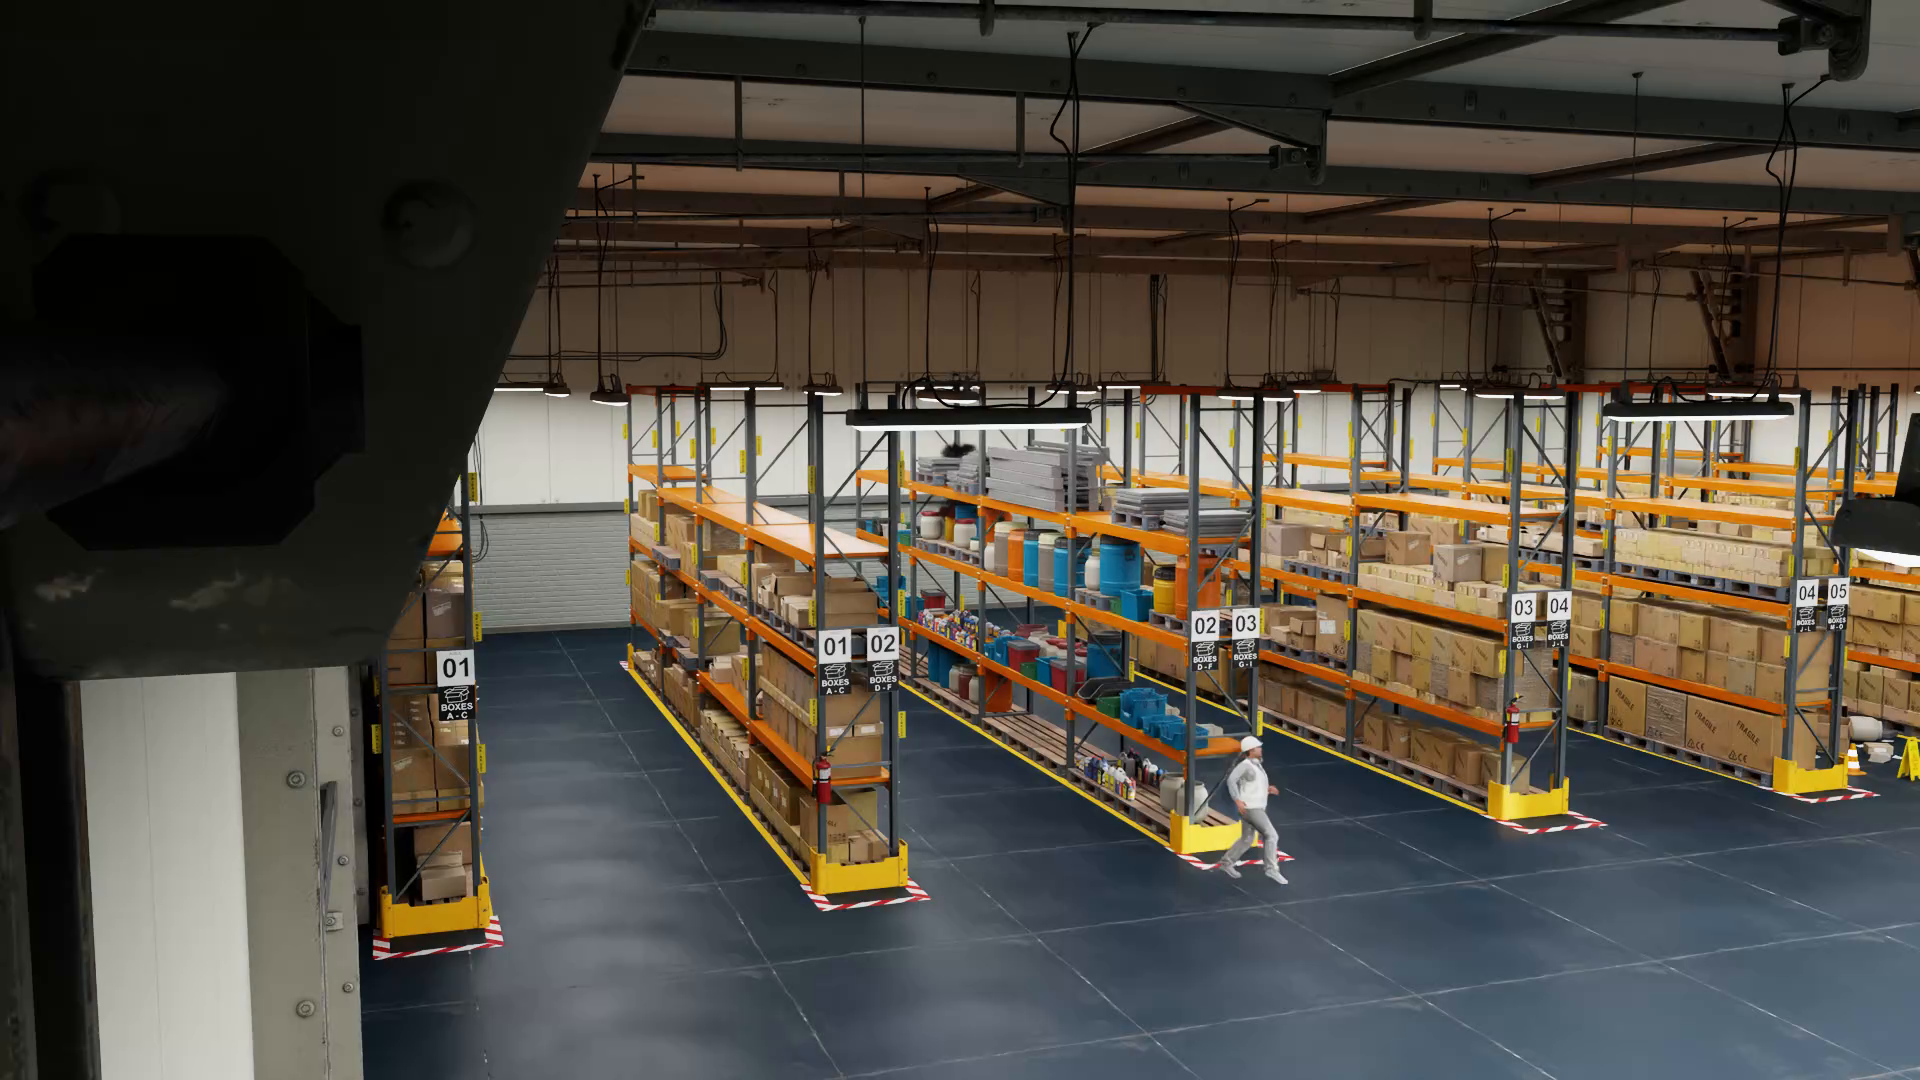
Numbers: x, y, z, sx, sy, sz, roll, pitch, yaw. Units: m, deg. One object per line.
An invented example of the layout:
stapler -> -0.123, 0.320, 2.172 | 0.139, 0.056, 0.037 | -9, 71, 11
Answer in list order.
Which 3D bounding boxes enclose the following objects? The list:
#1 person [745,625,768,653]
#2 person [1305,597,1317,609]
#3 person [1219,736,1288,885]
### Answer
person -> -4.195, 1.899, 34.684 | 0.629, 1.723, 0.675 | -4, 7, -31
person -> 8.765, 1.252, 41.088 | 0.701, 1.687, 0.553 | -6, 8, -44
person -> 3.663, 3.320, 20.608 | 0.849, 1.764, 0.637 | 2, 6, 15
